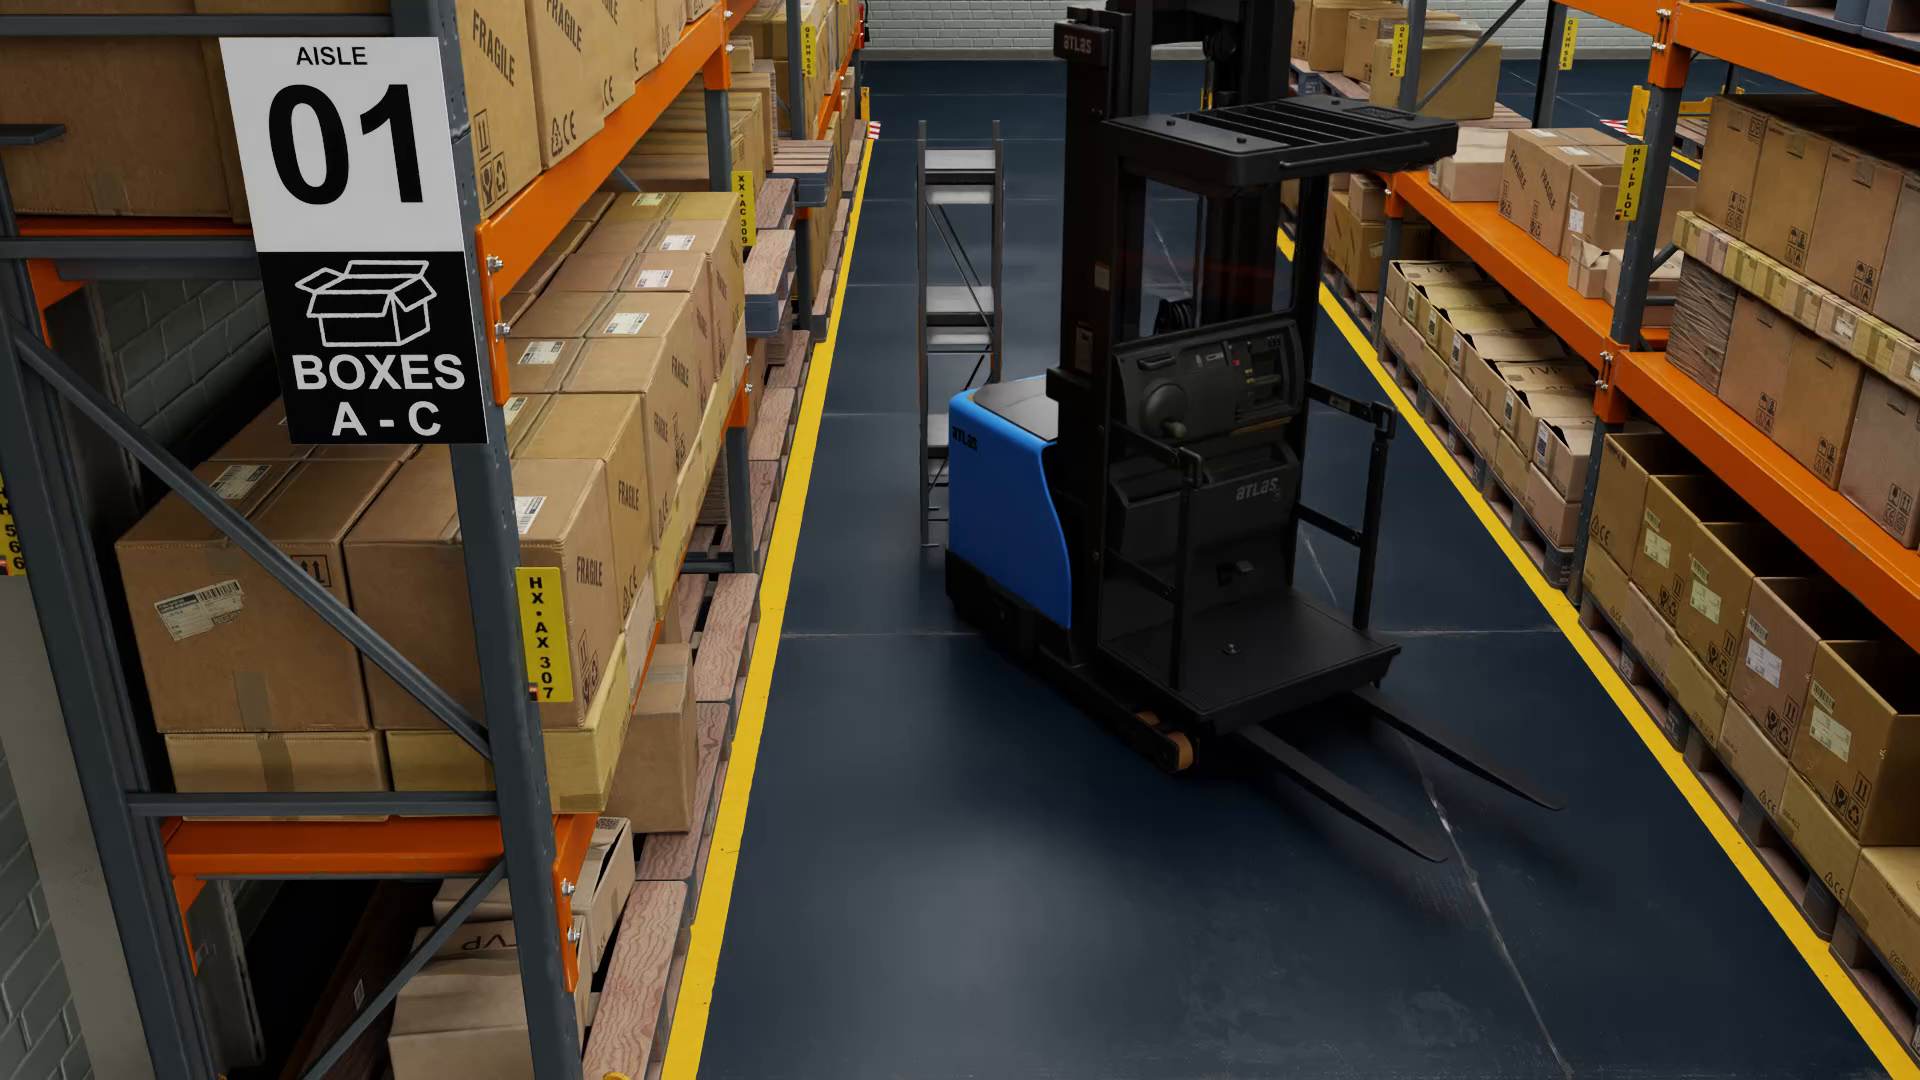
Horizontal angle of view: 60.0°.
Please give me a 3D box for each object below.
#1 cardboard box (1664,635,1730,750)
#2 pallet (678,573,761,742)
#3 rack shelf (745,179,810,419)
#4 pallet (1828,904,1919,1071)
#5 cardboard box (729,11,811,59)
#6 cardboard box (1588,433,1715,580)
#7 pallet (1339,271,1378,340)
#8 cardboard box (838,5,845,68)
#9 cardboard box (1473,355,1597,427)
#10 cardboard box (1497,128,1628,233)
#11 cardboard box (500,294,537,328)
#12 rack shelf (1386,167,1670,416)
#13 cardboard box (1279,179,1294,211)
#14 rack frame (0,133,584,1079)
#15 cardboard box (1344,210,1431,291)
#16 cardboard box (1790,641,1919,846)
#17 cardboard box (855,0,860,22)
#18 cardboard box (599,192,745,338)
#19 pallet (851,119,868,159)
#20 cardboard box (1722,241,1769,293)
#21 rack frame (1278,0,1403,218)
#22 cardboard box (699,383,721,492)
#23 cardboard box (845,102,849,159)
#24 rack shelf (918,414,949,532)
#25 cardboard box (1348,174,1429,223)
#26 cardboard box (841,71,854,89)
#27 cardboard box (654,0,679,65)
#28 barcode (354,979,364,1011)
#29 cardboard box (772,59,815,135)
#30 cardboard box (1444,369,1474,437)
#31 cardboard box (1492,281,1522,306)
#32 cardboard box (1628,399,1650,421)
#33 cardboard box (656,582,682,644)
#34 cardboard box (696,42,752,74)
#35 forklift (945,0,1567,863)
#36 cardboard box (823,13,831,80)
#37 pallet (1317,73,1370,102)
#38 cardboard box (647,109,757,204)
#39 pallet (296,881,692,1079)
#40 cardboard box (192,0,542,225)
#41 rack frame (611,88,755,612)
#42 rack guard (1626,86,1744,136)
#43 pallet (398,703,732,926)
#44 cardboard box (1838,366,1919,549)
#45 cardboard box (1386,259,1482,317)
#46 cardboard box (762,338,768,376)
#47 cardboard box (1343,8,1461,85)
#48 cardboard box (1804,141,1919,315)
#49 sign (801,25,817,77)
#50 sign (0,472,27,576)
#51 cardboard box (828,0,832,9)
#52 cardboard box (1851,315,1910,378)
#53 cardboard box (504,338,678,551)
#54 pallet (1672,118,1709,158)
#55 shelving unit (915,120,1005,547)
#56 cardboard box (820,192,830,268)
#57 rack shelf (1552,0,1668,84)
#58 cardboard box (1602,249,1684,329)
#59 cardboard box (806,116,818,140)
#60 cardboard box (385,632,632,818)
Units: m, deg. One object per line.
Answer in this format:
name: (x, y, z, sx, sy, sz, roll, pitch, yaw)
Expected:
cardboard box: (3.167, 0.599, 6.614, 0.500, 0.250, 0.500, 0, 24, -1)
pallet: (-1.446, 0.503, 7.381, 1.003, 0.211, 1.213, 0, 24, -1)
rack shelf: (-1.510, -1.540, 9.388, 1.077, 0.370, 4.000, 0, 24, -1)
pallet: (3.458, 1.536, 5.097, 1.003, 0.211, 1.213, 0, 24, -1)
cardboard box: (-1.280, -3.424, 11.264, 0.500, 0.250, 0.500, 0, 24, 1)
cardboard box: (3.157, -0.155, 7.370, 0.500, 0.500, 0.500, 0, 24, -1)
pallet: (3.451, -1.753, 12.370, 1.003, 0.211, 1.213, 0, 24, -1)
cardboard box: (-1.565, -4.700, 15.139, 0.980, 0.700, 0.700, 0, 24, 0)
cardboard box: (3.159, -0.847, 9.130, 0.500, 0.311, 0.500, 0, 24, -1)
cardboard box: (3.456, -2.070, 9.565, 0.500, 0.500, 0.500, -2, 24, -3)
cardboard box: (-1.674, -0.499, 5.461, 0.500, 0.500, 0.500, 0, 24, 0)
rack shelf: (3.443, -1.564, 9.441, 1.077, 0.370, 4.000, 0, 24, -1)
cardboard box: (3.139, -3.225, 14.740, 0.500, 0.500, 0.500, -1, 24, -3)
rack frame: (-1.445, 0.605, 3.773, 1.000, 3.000, 0.127, 0, 24, -1)
cardboard box: (3.176, -2.162, 12.389, 0.500, 0.500, 0.500, 1, 24, 2)
cardboard box: (3.179, 0.669, 5.548, 0.500, 0.500, 0.500, 0, 24, -1)
cardboard box: (-1.604, -5.915, 17.824, 0.980, 0.700, 0.700, 1, 24, 2)
cardboard box: (-1.174, -1.133, 6.862, 0.500, 0.500, 0.500, 0, 24, -1)
pallet: (-1.533, -4.389, 18.198, 1.003, 0.211, 1.213, 0, 24, -1)
cardboard box: (3.281, -1.087, 6.605, 0.380, 0.149, 0.250, -1, 24, -2)
rack frame: (3.377, -4.364, 14.759, 1.000, 3.000, 0.127, 0, 24, -1)
cardboard box: (-1.162, -0.378, 6.104, 0.500, 0.250, 0.500, 0, 24, -1)
cardboard box: (-1.487, -4.120, 16.743, 0.700, 0.500, 0.500, 0, 24, 1)
rack shelf: (-0.002, -0.375, 8.762, 0.431, 0.518, 0.480, 0, 24, -1)
cardboard box: (3.171, -2.526, 12.286, 0.500, 0.250, 0.500, 1, 24, 1)
cardboard box: (-1.325, -4.891, 17.661, 0.380, 0.149, 0.250, 0, 24, 1)
cardboard box: (-1.199, -1.821, 5.352, 0.500, 0.500, 0.500, -1, 24, -3)
barcode: (-1.763, 1.334, 4.879, 0.001, 0.075, 0.075, 0, 24, -1)
cardboard box: (-1.282, -3.083, 11.421, 0.500, 0.500, 0.500, 0, 24, 1)
cardboard box: (3.156, -0.805, 9.716, 0.500, 0.250, 0.500, 0, 24, 1)
cardboard box: (3.685, -1.481, 10.531, 0.500, 0.311, 0.500, -1, 24, -1)
cardboard box: (3.709, -0.639, 8.670, 0.500, 0.311, 0.500, -1, 24, -1)
cardboard box: (-1.437, 0.322, 6.897, 0.500, 0.500, 0.500, -2, 24, -5)
cardboard box: (-1.480, -2.959, 10.210, 0.380, 0.149, 0.250, -4, 25, -9)
forklift: (1.136, -0.620, 6.565, 1.130, 2.935, 3.031, -14, 28, -29)
cardboard box: (-1.306, -3.924, 13.280, 0.500, 0.500, 0.500, 0, 24, 0)
pallet: (3.395, -3.430, 12.926, 1.003, 0.211, 1.213, 0, 24, -1)
cardboard box: (-1.497, -2.001, 8.879, 0.700, 0.500, 0.500, 3, 25, 7)
pallet: (-1.419, 1.509, 5.158, 1.003, 0.211, 1.213, 0, 24, -1)
cardboard box: (-1.199, -0.956, 3.438, 0.500, 0.500, 0.500, 0, 24, 1)
rack frame: (-1.489, -1.044, 7.418, 1.000, 3.000, 0.127, 0, 24, -1)
rack guard: (8.274, -4.904, 18.986, 1.175, 0.500, 0.348, 0, 24, -1)
pallet: (-1.430, 1.007, 6.266, 1.003, 0.211, 1.213, 0, 24, -1)
cardboard box: (3.496, -0.295, 5.641, 0.700, 0.500, 0.500, 0, 24, 1)
cardboard box: (3.133, -1.693, 10.999, 0.500, 0.311, 0.500, 1, 24, 1)
cardboard box: (-1.583, -1.244, 10.361, 0.700, 0.500, 0.500, 0, 24, -1)
cardboard box: (3.458, -3.873, 13.043, 0.700, 0.500, 0.500, -6, 25, -14)
cardboard box: (3.487, -1.107, 5.861, 0.700, 0.500, 0.500, 0, 24, -1)
sign: (-0.990, -3.190, 10.854, 0.100, 0.325, 0.005, 0, 24, -1)
sign: (-2.000, -0.073, 3.482, 0.100, 0.325, 0.005, 0, 24, -1)
cardboard box: (-1.319, -4.470, 13.577, 0.500, 0.250, 0.500, 0, 24, 1)
cardboard box: (3.294, -0.659, 5.658, 0.380, 0.149, 0.250, 0, 24, -1)
cardboard box: (-1.144, -0.293, 5.005, 0.500, 0.500, 0.500, -1, 24, -2)
pallet: (8.257, -4.422, 18.272, 1.003, 0.211, 1.213, 0, 24, -1)
shelving unit: (-0.002, -1.025, 8.468, 0.431, 2.100, 0.503, 0, 24, -1)
cardboard box: (-1.412, -2.568, 12.888, 0.750, 0.750, 0.750, 0, 24, -1)
rack shelf: (3.443, -2.931, 8.823, 1.077, 0.370, 4.000, 0, 24, -1)
cardboard box: (3.416, -1.202, 7.949, 0.500, 0.250, 0.500, 1, 24, 3)
cardboard box: (-1.217, -2.937, 11.885, 0.380, 0.149, 0.250, 0, 24, 1)
cardboard box: (-1.133, 0.461, 4.248, 0.500, 0.250, 0.500, -1, 24, -2)
